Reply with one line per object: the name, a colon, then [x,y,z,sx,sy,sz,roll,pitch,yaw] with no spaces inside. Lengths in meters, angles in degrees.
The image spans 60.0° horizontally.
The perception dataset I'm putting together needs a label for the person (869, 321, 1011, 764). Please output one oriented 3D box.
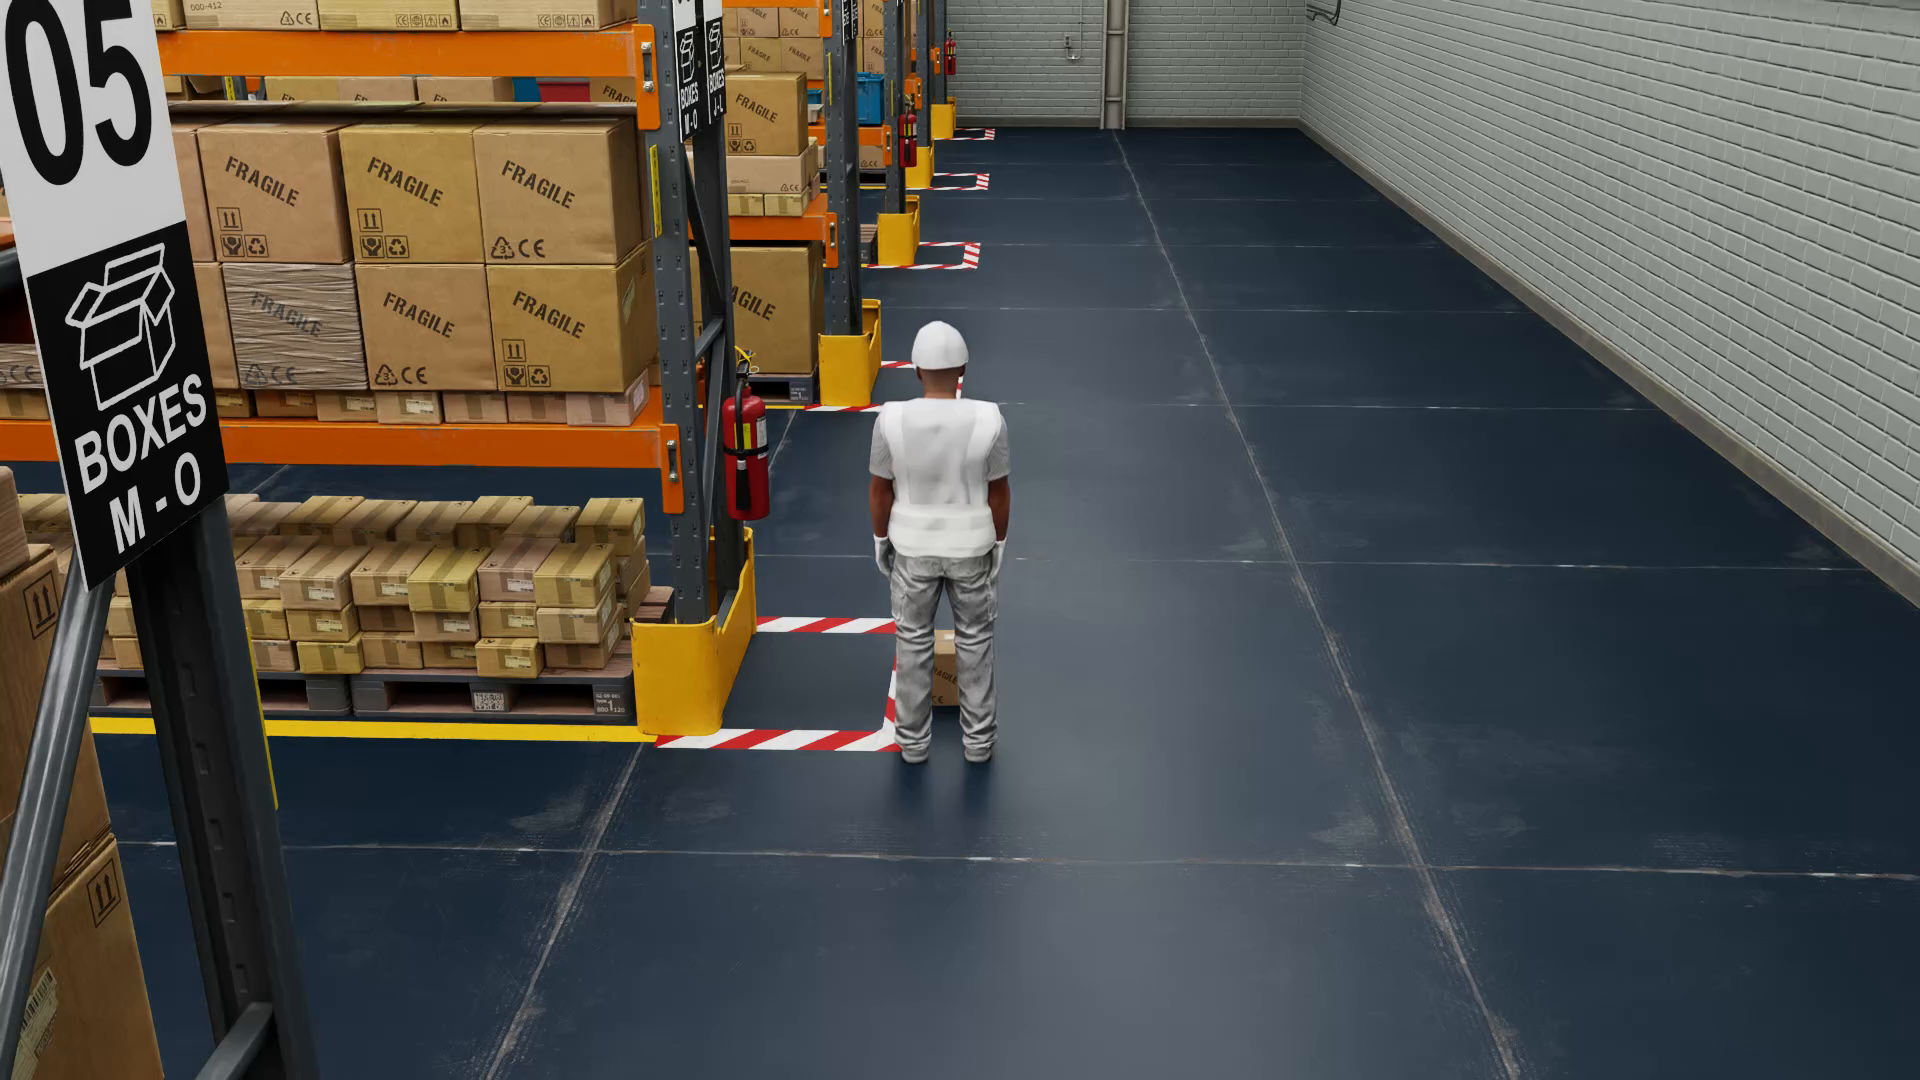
person: [-0.078,0.022,6.493,0.545,1.782,0.354,1,21,1]
